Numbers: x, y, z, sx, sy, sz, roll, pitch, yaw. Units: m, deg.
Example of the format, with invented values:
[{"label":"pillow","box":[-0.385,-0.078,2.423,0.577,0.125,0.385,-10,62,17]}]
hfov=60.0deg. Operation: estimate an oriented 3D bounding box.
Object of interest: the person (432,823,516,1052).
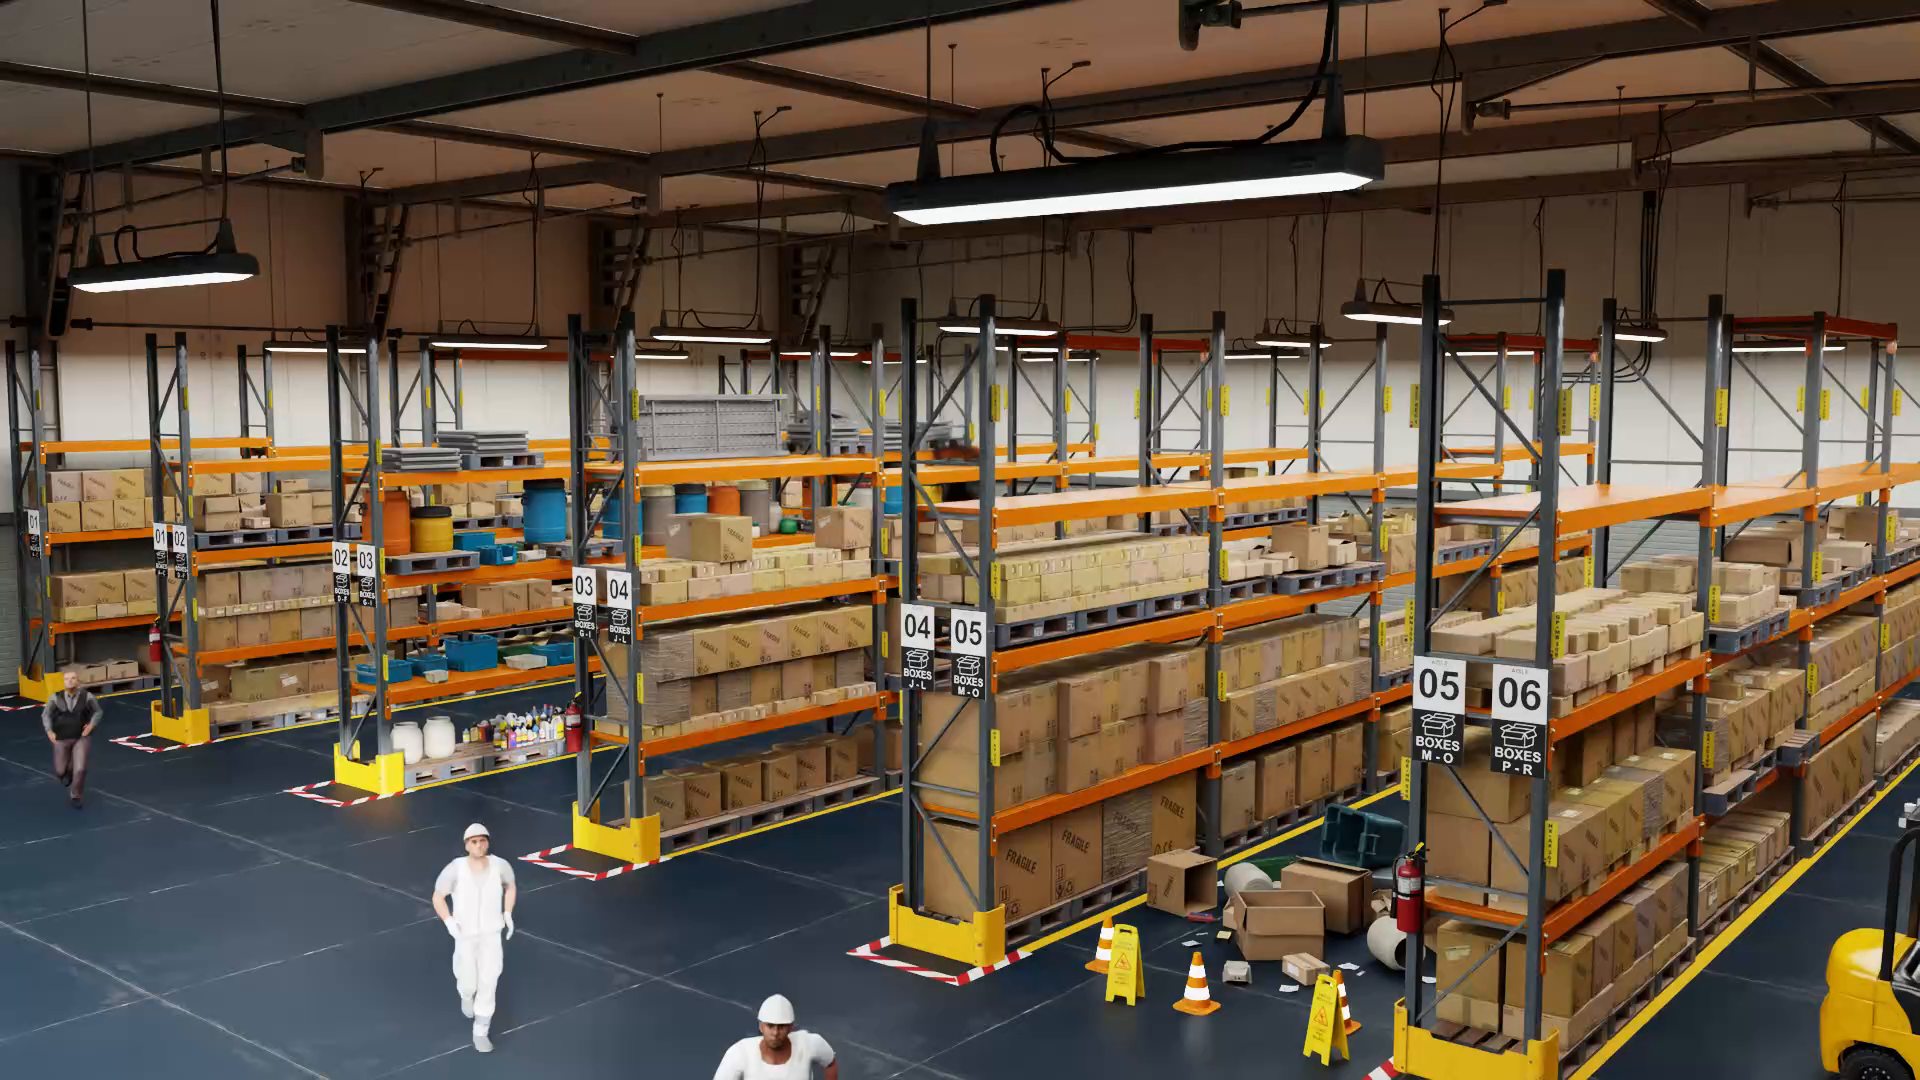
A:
[{"label":"person","box":[-3.848,3.109,13.236,0.656,1.755,0.743,-2,6,-22]}]

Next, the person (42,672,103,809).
[{"label":"person","box":[-11.075,2.477,20.777,0.678,1.677,0.643,-2,6,-22]}]

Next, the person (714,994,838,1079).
[{"label":"person","box":[-1.058,3.432,9.527,0.726,1.758,1.023,0,5,-5]}]
